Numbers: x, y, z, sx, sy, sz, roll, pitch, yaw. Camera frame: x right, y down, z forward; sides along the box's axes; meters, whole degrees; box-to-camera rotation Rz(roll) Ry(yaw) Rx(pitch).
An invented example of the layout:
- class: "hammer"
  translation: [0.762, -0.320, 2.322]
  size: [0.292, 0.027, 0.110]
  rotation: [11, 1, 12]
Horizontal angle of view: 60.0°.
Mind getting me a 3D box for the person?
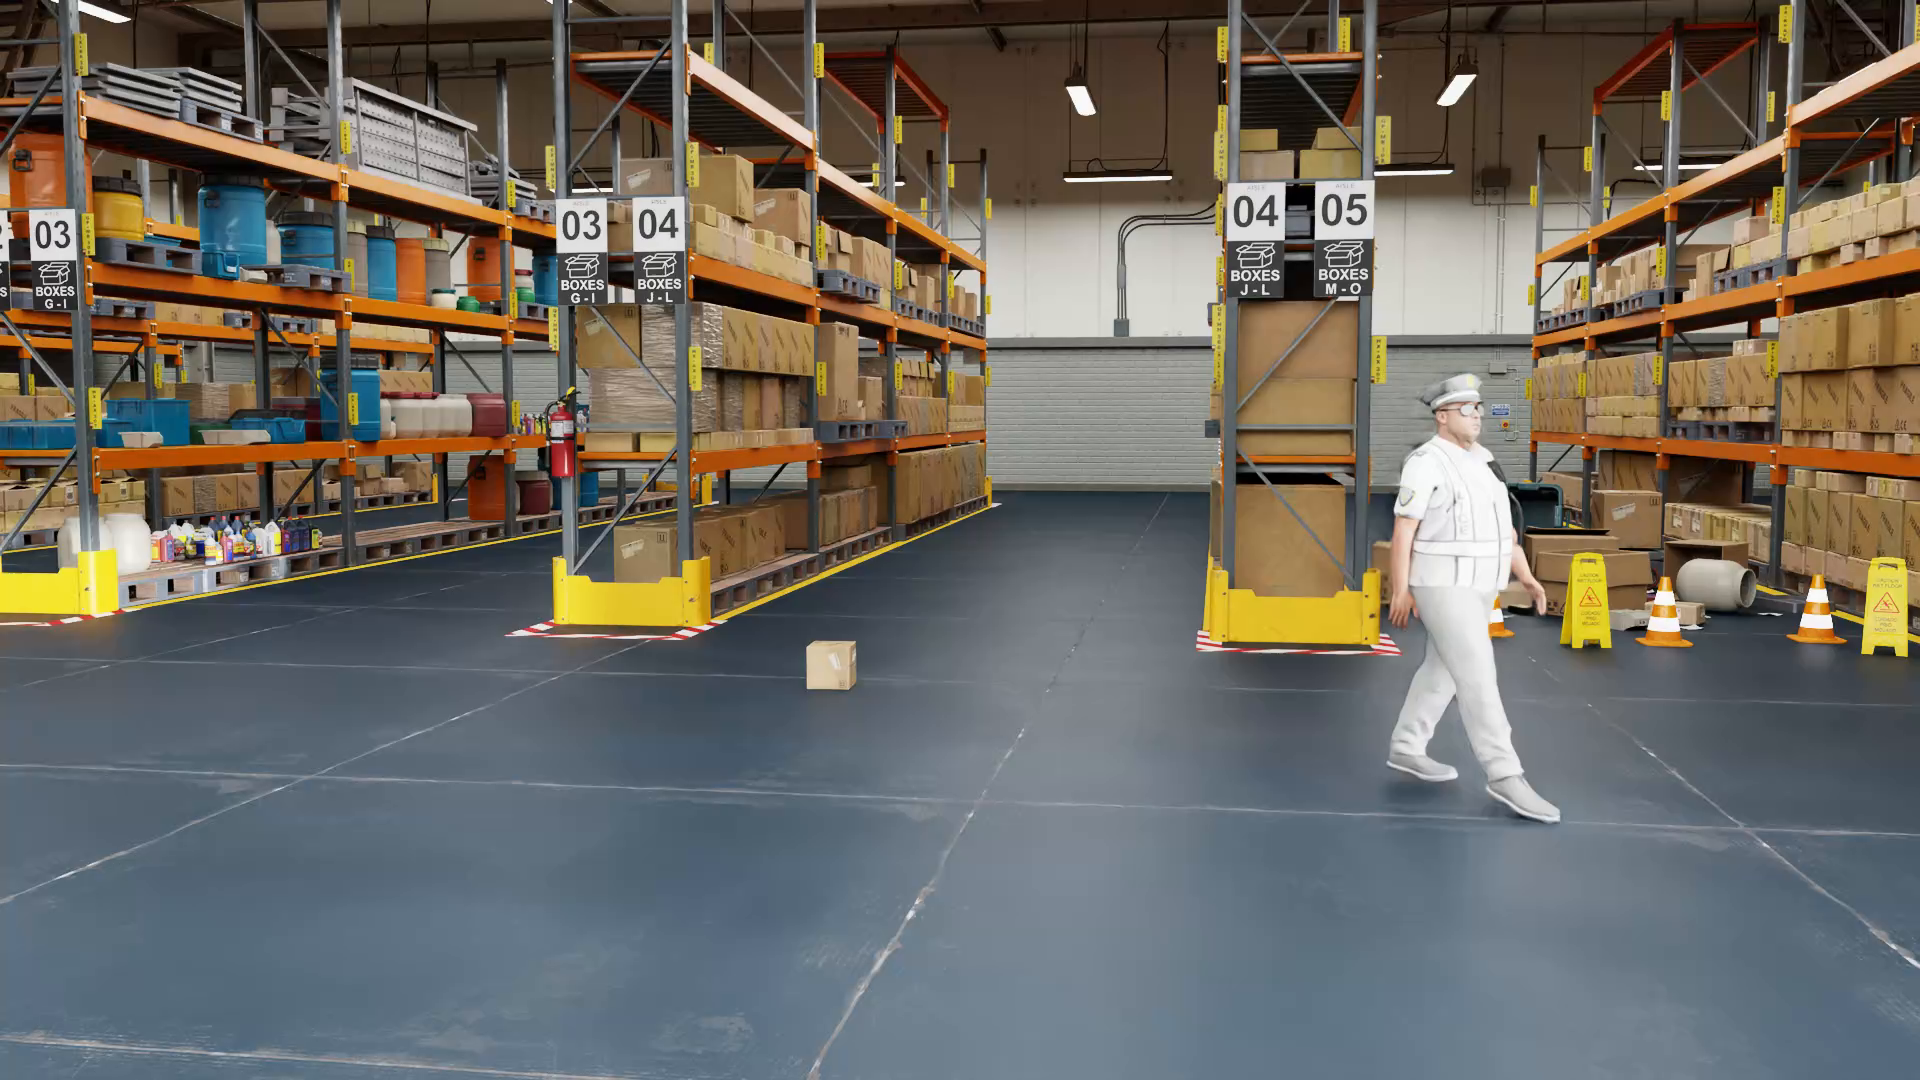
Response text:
- class: "person"
  translation: [2.158, 0.195, 6.896]
  size: [0.529, 1.767, 0.903]
  rotation: [-4, 6, -42]
